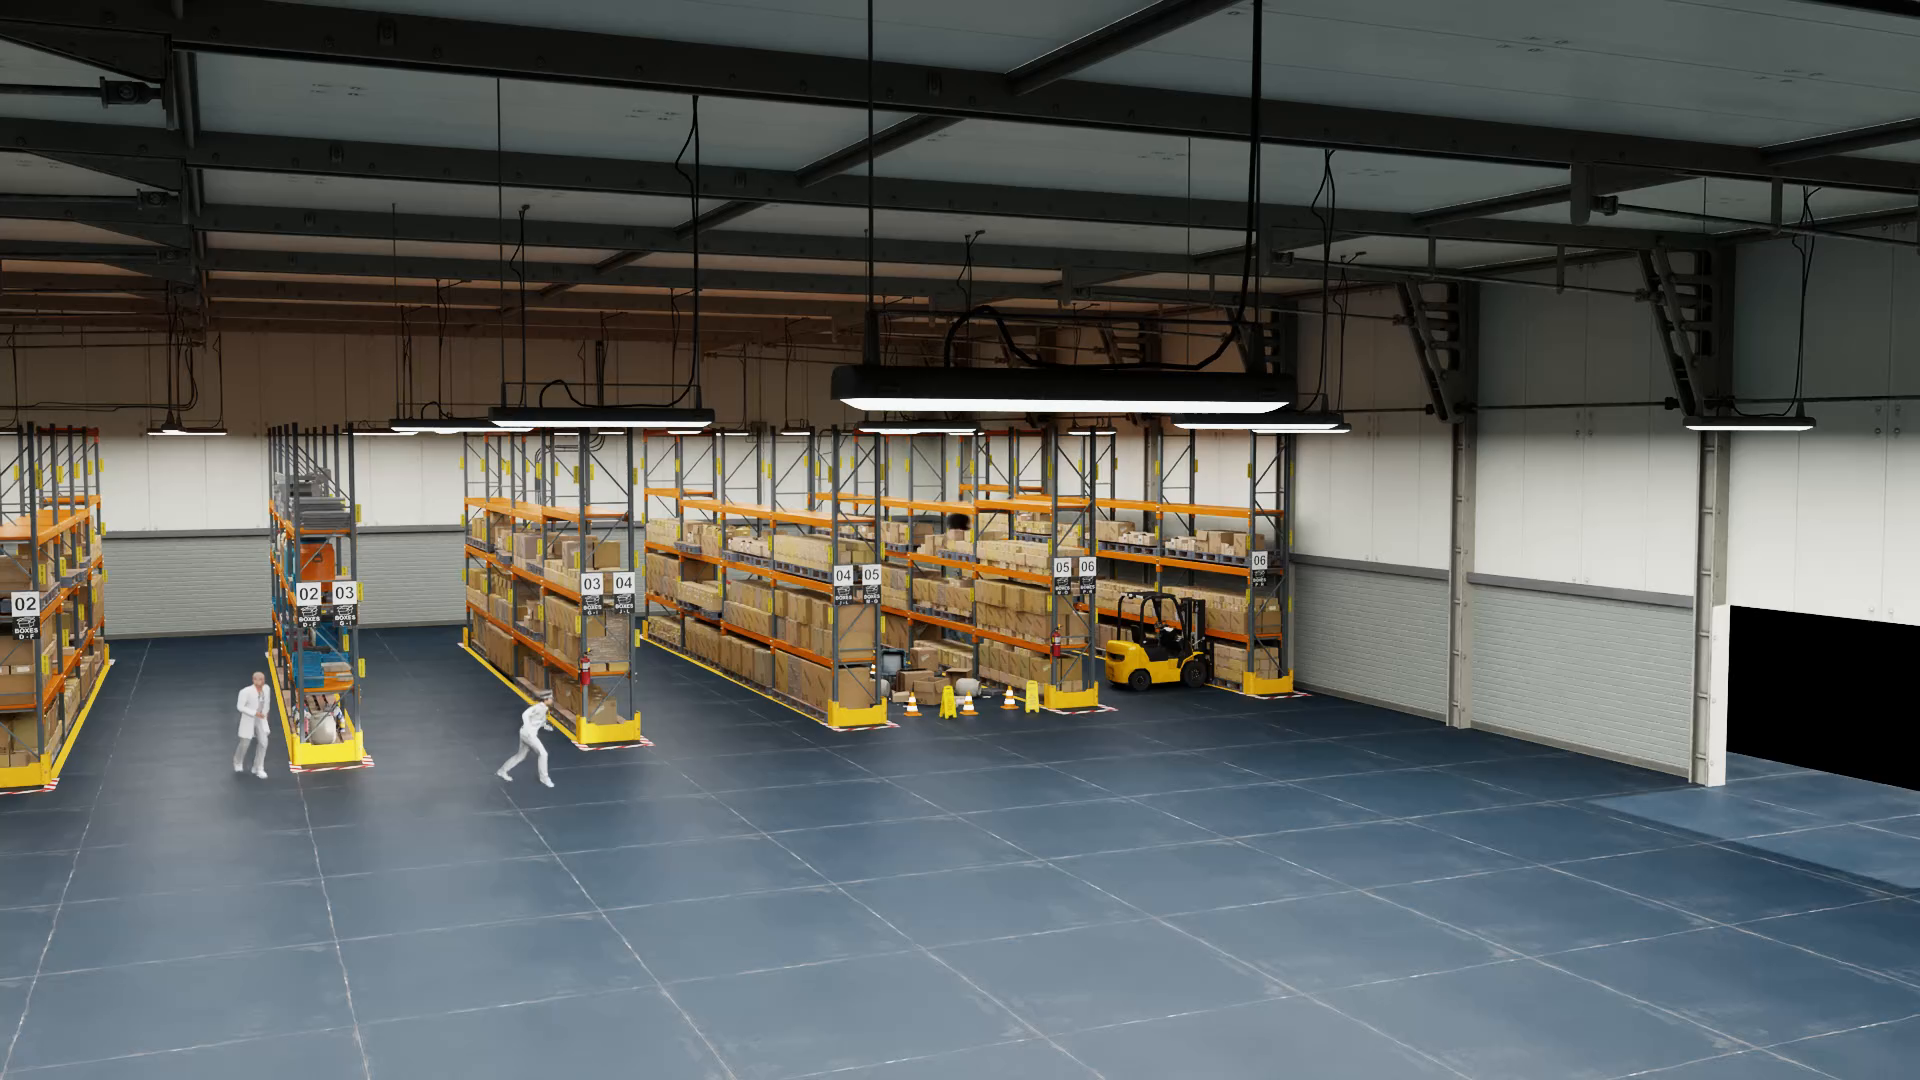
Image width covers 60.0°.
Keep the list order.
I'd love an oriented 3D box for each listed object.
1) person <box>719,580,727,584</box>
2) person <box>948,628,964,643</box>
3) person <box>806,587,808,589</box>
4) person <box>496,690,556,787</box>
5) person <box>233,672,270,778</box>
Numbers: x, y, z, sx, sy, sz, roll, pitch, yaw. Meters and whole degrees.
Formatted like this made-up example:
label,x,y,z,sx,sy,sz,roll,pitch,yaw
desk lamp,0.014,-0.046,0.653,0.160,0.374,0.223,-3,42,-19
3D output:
label,x,y,z,sx,sy,sz,roll,pitch,yaw
person,-7.148,1.829,50.361,0.664,1.675,0.751,2,4,31
person,-0.095,2.122,45.112,0.688,1.716,0.671,-2,4,-32
person,-4.604,1.667,51.796,0.873,1.843,0.673,-3,5,-41
person,-7.142,3.286,27.306,0.962,1.627,0.662,0,3,-3
person,-12.038,3.124,28.319,0.959,1.786,0.692,3,5,43
